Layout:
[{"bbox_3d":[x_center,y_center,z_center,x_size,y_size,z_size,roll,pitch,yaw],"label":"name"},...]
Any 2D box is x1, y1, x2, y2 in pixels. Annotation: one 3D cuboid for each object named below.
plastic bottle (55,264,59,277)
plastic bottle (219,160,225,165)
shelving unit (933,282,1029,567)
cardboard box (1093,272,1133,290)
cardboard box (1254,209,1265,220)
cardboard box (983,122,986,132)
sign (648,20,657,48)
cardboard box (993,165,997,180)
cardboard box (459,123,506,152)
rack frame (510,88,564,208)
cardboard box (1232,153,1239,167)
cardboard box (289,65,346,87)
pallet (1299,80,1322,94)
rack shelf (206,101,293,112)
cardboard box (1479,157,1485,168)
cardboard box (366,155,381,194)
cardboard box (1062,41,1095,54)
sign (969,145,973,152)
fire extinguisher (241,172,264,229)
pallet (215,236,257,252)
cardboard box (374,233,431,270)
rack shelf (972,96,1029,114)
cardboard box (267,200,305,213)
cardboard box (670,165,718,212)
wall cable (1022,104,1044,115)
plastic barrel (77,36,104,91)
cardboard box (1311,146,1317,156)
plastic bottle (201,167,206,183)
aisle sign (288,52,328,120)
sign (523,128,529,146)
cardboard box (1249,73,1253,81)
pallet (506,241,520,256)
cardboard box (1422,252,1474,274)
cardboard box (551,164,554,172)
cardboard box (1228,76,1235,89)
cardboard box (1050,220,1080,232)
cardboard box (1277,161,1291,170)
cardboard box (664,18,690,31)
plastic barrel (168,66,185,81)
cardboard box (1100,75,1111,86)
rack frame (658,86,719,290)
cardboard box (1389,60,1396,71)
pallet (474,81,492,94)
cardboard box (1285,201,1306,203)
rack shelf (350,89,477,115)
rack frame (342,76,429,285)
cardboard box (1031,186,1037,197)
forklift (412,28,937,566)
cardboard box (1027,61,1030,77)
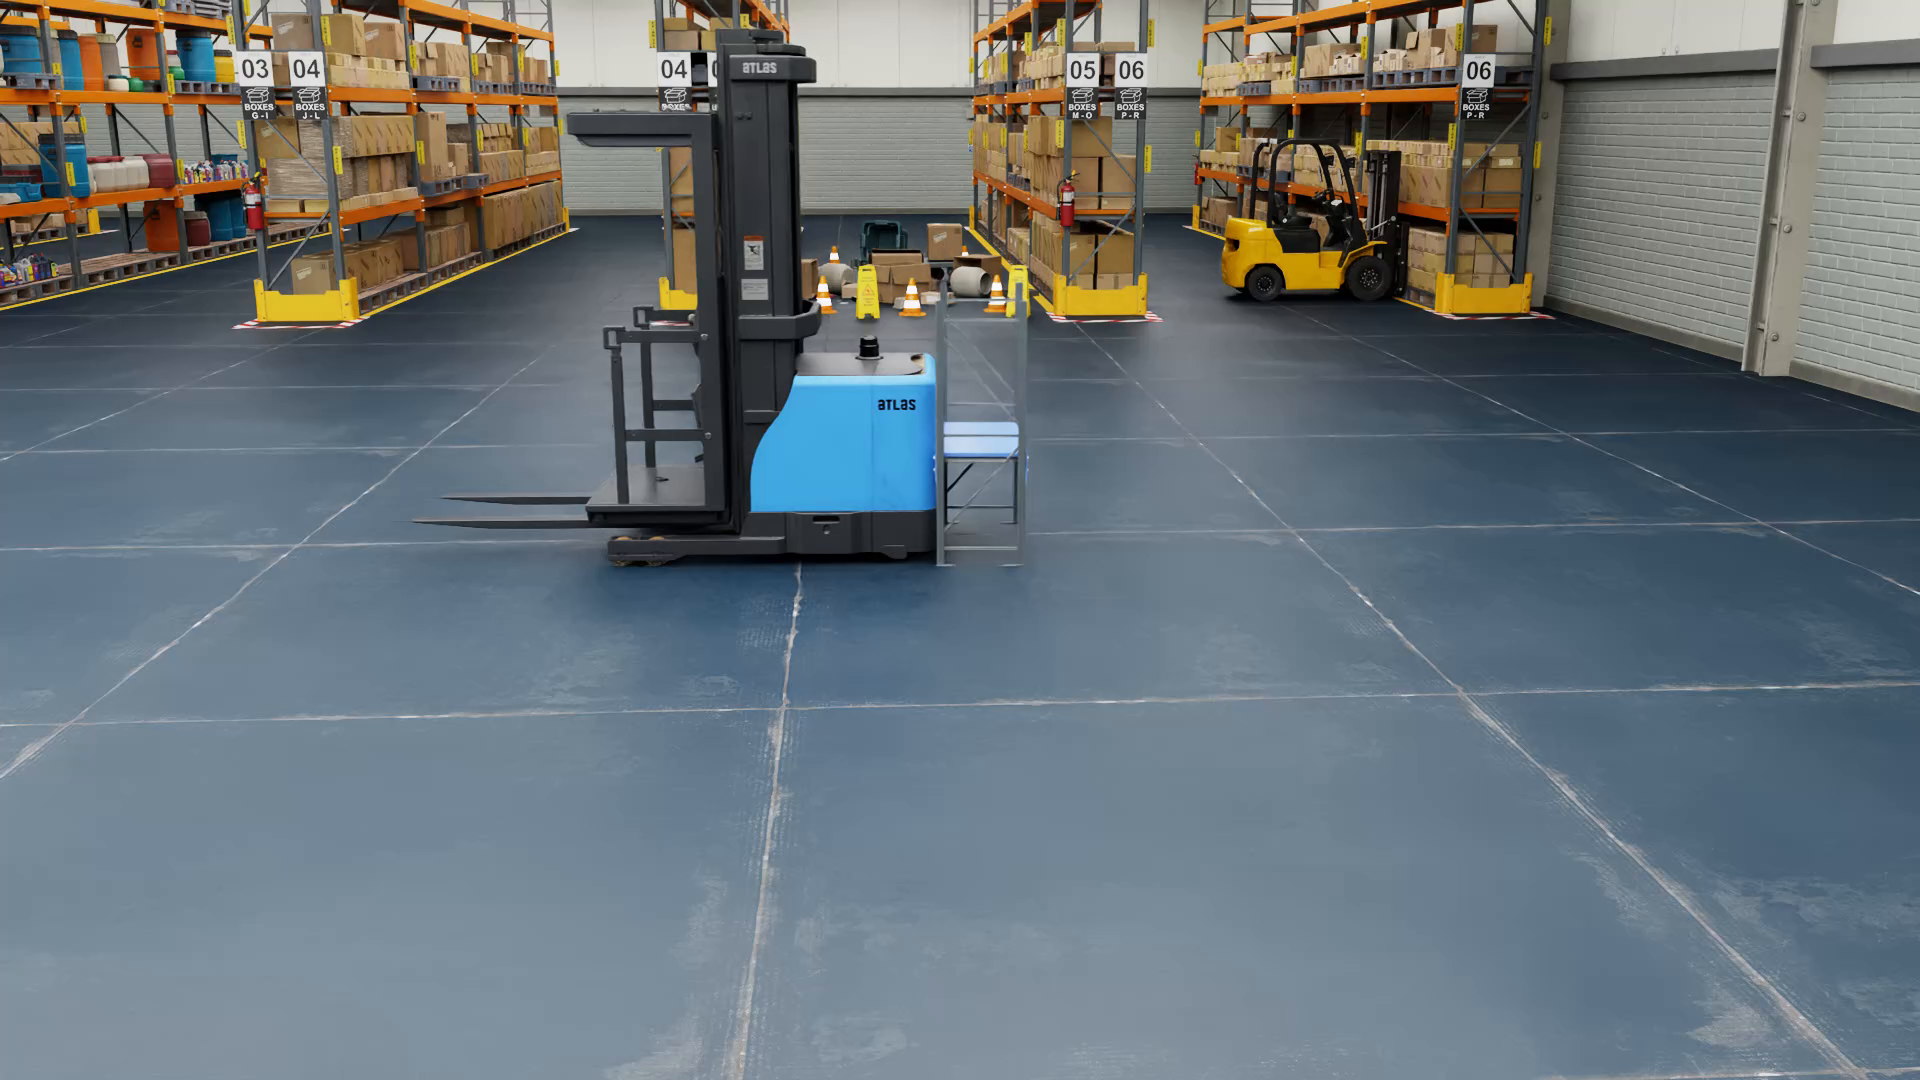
[{"bbox_3d":[-12.955,-3.871,23.785,0.097,0.201,0.097,0,14,0],"label":"plastic bottle"},{"bbox_3d":[-13.533,-6.793,30.506,0.144,0.351,0.185,-1,14,-3],"label":"plastic bottle"},{"bbox_3d":[0.123,-0.705,9.755,0.538,1.500,1.048,0,14,1],"label":"shelving unit"},{"bbox_3d":[2.020,-3.410,21.935,0.500,0.250,0.500,-1,14,-4],"label":"cardboard box"},{"bbox_3d":[5.879,-6.008,31.530,0.500,0.500,0.500,-1,14,-5],"label":"cardboard box"},{"bbox_3d":[0.722,-8.090,33.241,0.500,0.500,0.500,-1,14,-4],"label":"cardboard box"},{"bbox_3d":[-3.683,-6.070,19.960,0.100,0.325,0.005,-1,14,-3],"label":"sign"},{"bbox_3d":[0.885,-6.751,30.545,0.500,0.250,0.500,-1,14,-4],"label":"cardboard box"},{"bbox_3d":[-8.762,-7.369,30.435,0.797,0.503,0.637,-1,14,-3],"label":"cardboard box"},{"bbox_3d":[-9.089,-8.160,35.719,1.000,3.000,0.127,-1,14,-3],"label":"rack frame"},{"bbox_3d":[5.729,-7.590,33.208,0.500,0.250,0.500,-1,14,-2],"label":"cardboard box"},{"bbox_3d":[-7.869,-5.684,20.380,0.500,0.250,0.500,0,14,-2],"label":"cardboard box"},{"bbox_3d":[6.383,-7.594,27.882,1.213,0.211,1.003,0,14,-1],"label":"pallet"},{"bbox_3d":[-13.908,-8.690,33.205,1.077,0.370,4.000,-1,14,-3],"label":"rack shelf"},{"bbox_3d":[6.906,-4.922,21.635,0.380,0.149,0.250,-1,14,-3],"label":"cardboard box"},{"bbox_3d":[-8.262,-4.882,22.184,0.875,0.500,0.500,-1,14,-3],"label":"cardboard box"},{"bbox_3d":[1.478,-6.130,20.716,0.380,0.149,0.250,-1,14,-3],"label":"cardboard box"},{"bbox_3d":[0.378,-9.860,41.786,0.327,0.218,0.001,-1,14,-3],"label":"sign"},{"bbox_3d":[-8.550,-4.107,20.125,0.296,0.674,0.183,-1,14,-3],"label":"fire extinguisher"},{"bbox_3d":[-13.778,-5.545,31.155,1.003,0.211,1.213,-1,14,-3],"label":"pallet"},{"bbox_3d":[-8.362,-4.331,24.972,0.700,0.500,0.500,-2,15,-8],"label":"cardboard box"},{"bbox_3d":[0.926,-8.919,34.097,1.077,0.370,4.000,-1,14,-3],"label":"rack shelf"},{"bbox_3d":[-8.321,-4.126,20.548,0.380,0.149,0.250,-1,14,-3],"label":"cardboard box"},{"bbox_3d":[-3.209,-4.396,20.791,0.875,0.550,0.550,-1,14,-3],"label":"cardboard box"},{"bbox_3d":[1.844,-10.231,41.733,0.588,1.984,0.122,-1,14,-3],"label":"wall cable"},{"bbox_3d":[-13.662,-7.384,25.823,0.600,0.830,0.708,-1,14,-3],"label":"plastic barrel"},{"bbox_3d":[6.066,-6.485,27.707,0.380,0.149,0.250,-1,14,-3],"label":"cardboard box"},{"bbox_3d":[-13.278,-6.403,29.150,0.097,0.271,0.097,0,14,0],"label":"plastic bottle"},{"bbox_3d":[-7.794,-5.429,19.888,0.394,0.787,0.004,-1,14,-3],"label":"aisle sign"},{"bbox_3d":[-8.300,-7.698,31.761,0.100,0.325,0.005,-1,14,-3],"label":"sign"},{"bbox_3d":[5.651,-8.707,31.288,0.380,0.149,0.250,-1,14,-3],"label":"cardboard box"},{"bbox_3d":[-8.639,-5.319,30.277,1.003,0.211,1.213,-1,14,-3],"label":"pallet"},{"bbox_3d":[6.405,-3.641,21.830,0.500,0.250,0.500,-1,14,-4],"label":"cardboard box"},{"bbox_3d":[-8.691,-7.765,34.690,0.380,0.149,0.250,-1,14,-2],"label":"cardboard box"},{"bbox_3d":[5.681,-9.165,33.310,0.500,0.250,0.500,-1,14,-5],"label":"cardboard box"},{"bbox_3d":[1.394,-4.168,22.074,0.380,0.149,0.250,0,14,-2],"label":"cardboard box"},{"bbox_3d":[5.828,-6.640,29.474,0.380,0.149,0.250,-1,14,-2],"label":"cardboard box"},{"bbox_3d":[-3.500,-6.279,20.252,0.380,0.149,0.250,-1,14,-3],"label":"cardboard box"},{"bbox_3d":[-13.373,-7.941,28.321,0.294,0.245,0.294,0,14,0],"label":"plastic barrel"},{"bbox_3d":[1.991,-5.816,21.095,0.380,0.149,0.250,-1,14,-5],"label":"cardboard box"},{"bbox_3d":[-3.141,-4.232,20.454,1.000,3.000,0.127,-1,14,-3],"label":"rack frame"},{"bbox_3d":[6.272,-6.681,23.414,0.380,0.149,0.250,0,14,-2],"label":"cardboard box"},{"bbox_3d":[-8.686,-7.690,28.256,1.213,0.211,1.003,0,14,-1],"label":"pallet"},{"bbox_3d":[6.365,-6.357,31.585,0.380,0.149,0.250,0,14,-2],"label":"cardboard box"},{"bbox_3d":[-8.469,-6.777,25.769,1.077,0.370,4.000,-1,14,-3],"label":"rack shelf"},{"bbox_3d":[-8.345,-5.175,24.120,1.000,3.000,0.127,-1,14,-3],"label":"rack frame"},{"bbox_3d":[1.245,-5.123,24.422,0.380,0.149,0.250,-1,14,-4],"label":"cardboard box"},{"bbox_3d":[-1.646,-1.404,9.599,3.031,2.935,1.130,0,14,-1],"label":"forklift"},{"bbox_3d":[1.308,-7.307,25.846,0.500,0.250,0.500,-1,14,-3],"label":"cardboard box"}]
